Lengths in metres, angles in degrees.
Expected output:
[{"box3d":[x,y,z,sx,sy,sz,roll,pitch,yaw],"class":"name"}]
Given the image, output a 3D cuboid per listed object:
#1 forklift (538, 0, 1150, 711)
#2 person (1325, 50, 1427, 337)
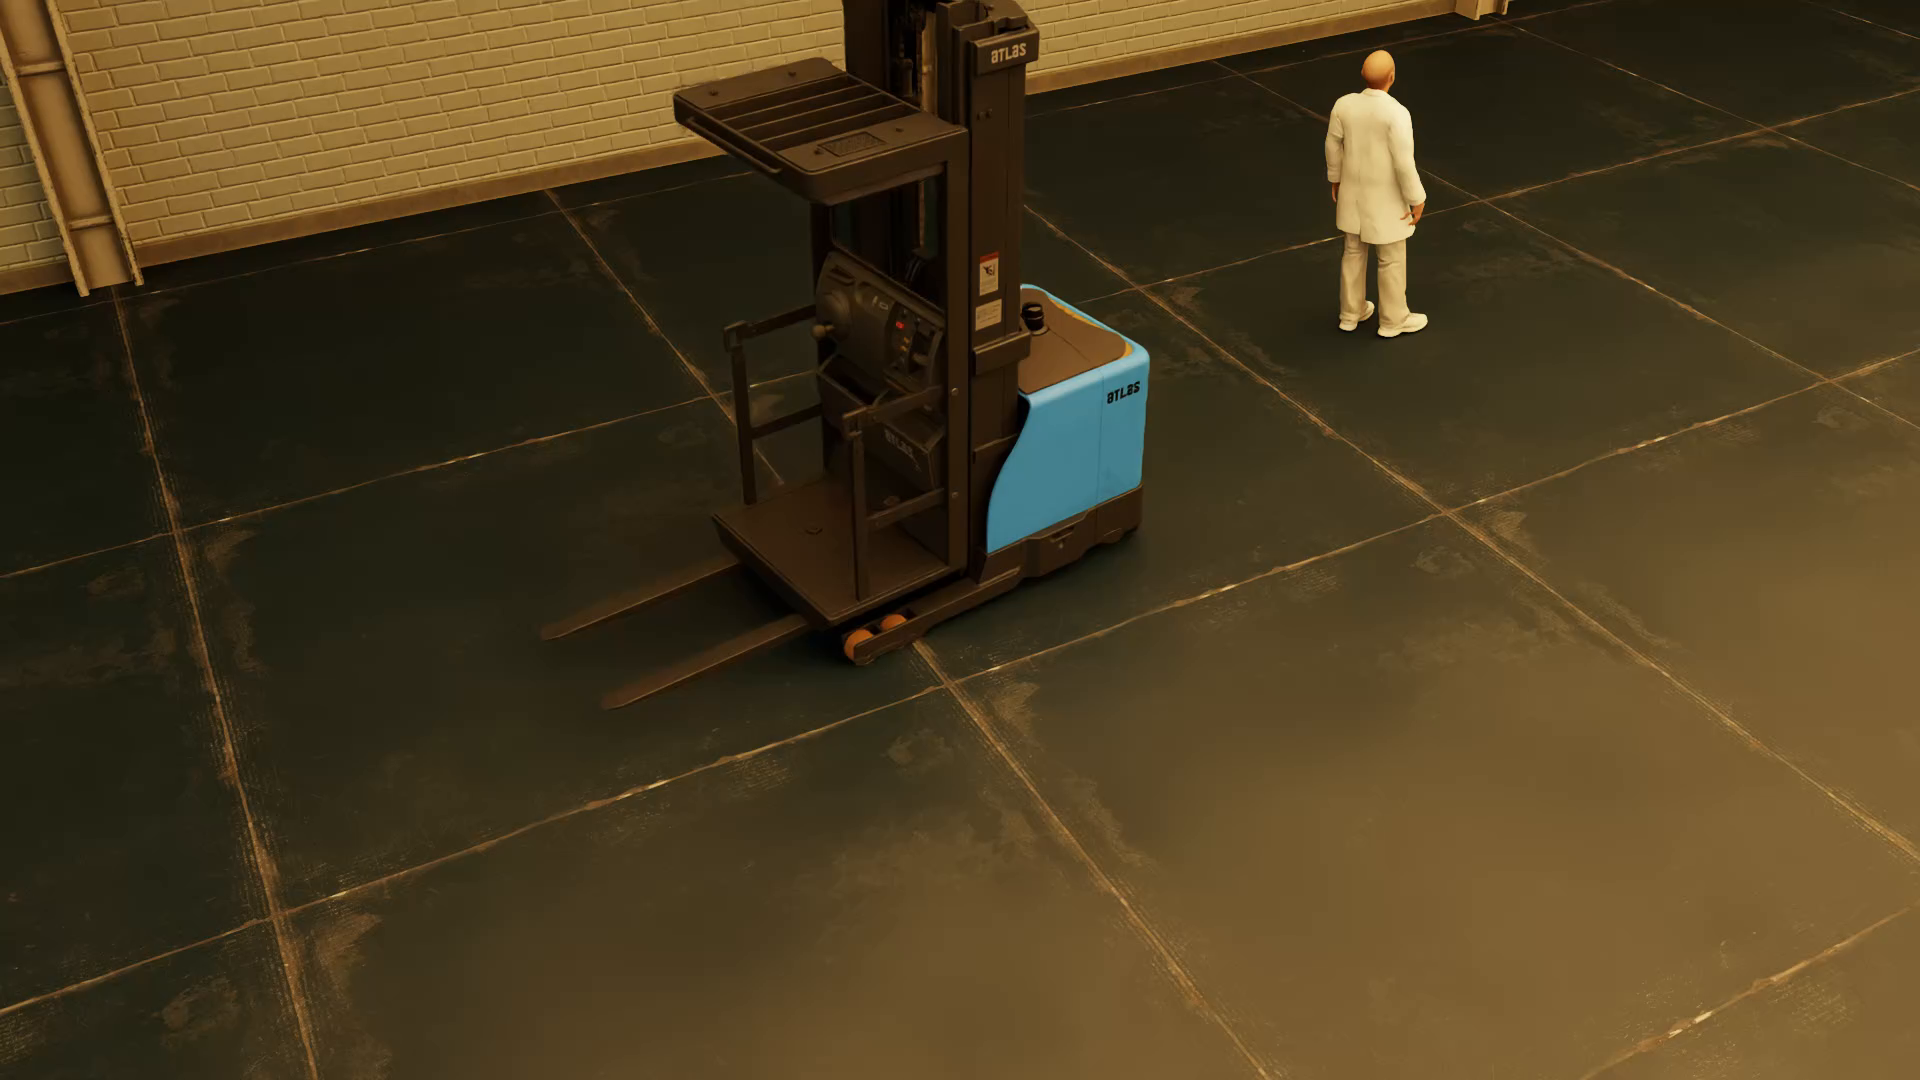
[{"box3d":[-0.537,-0.954,7.472,3.031,2.935,1.130,-24,42,-30],"class":"forklift"},{"box3d":[2.561,-2.117,10.105,0.581,1.776,0.694,-27,43,-33],"class":"person"}]
